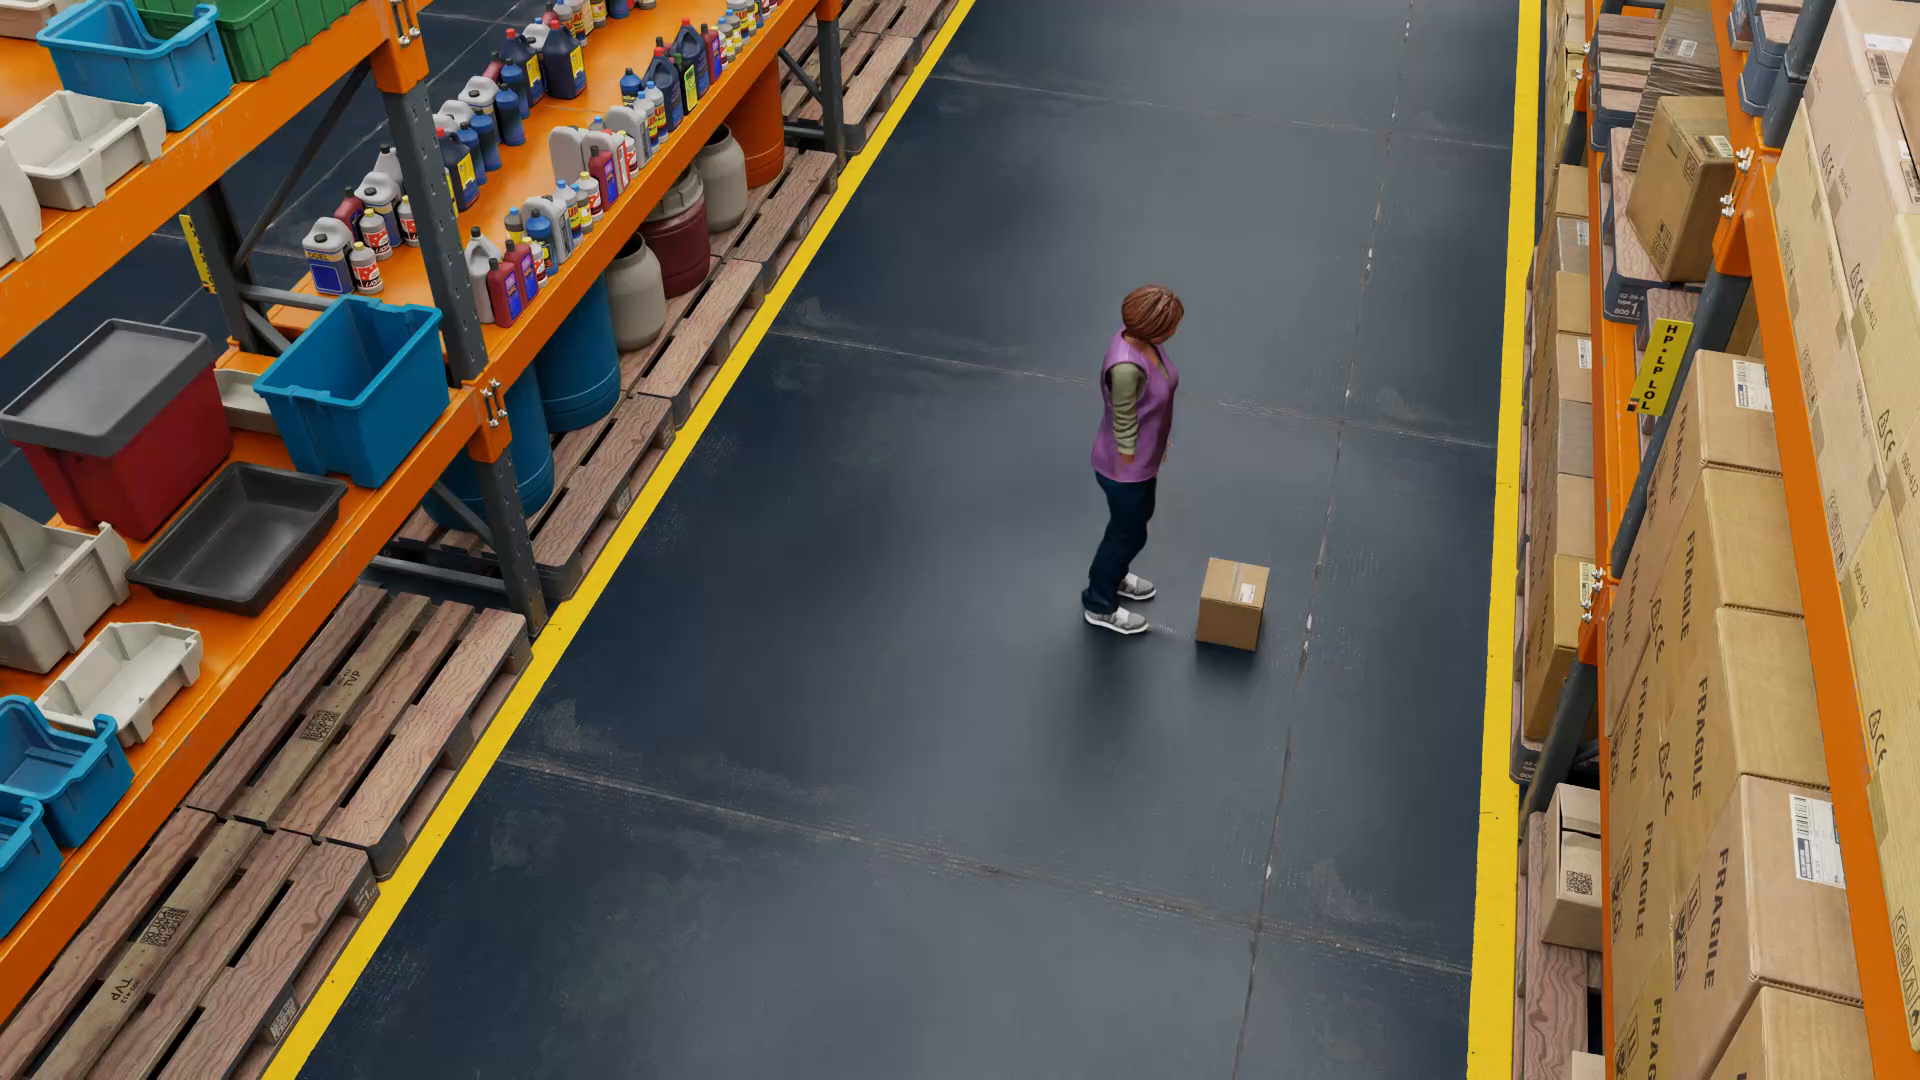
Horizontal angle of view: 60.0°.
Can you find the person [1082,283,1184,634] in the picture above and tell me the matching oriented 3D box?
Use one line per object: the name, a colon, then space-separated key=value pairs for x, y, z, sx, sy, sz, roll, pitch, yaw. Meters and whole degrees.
person: x=0.675 y=-0.324 z=6.552 sx=0.306 sy=1.576 sz=0.409 roll=11 pitch=43 yaw=12
